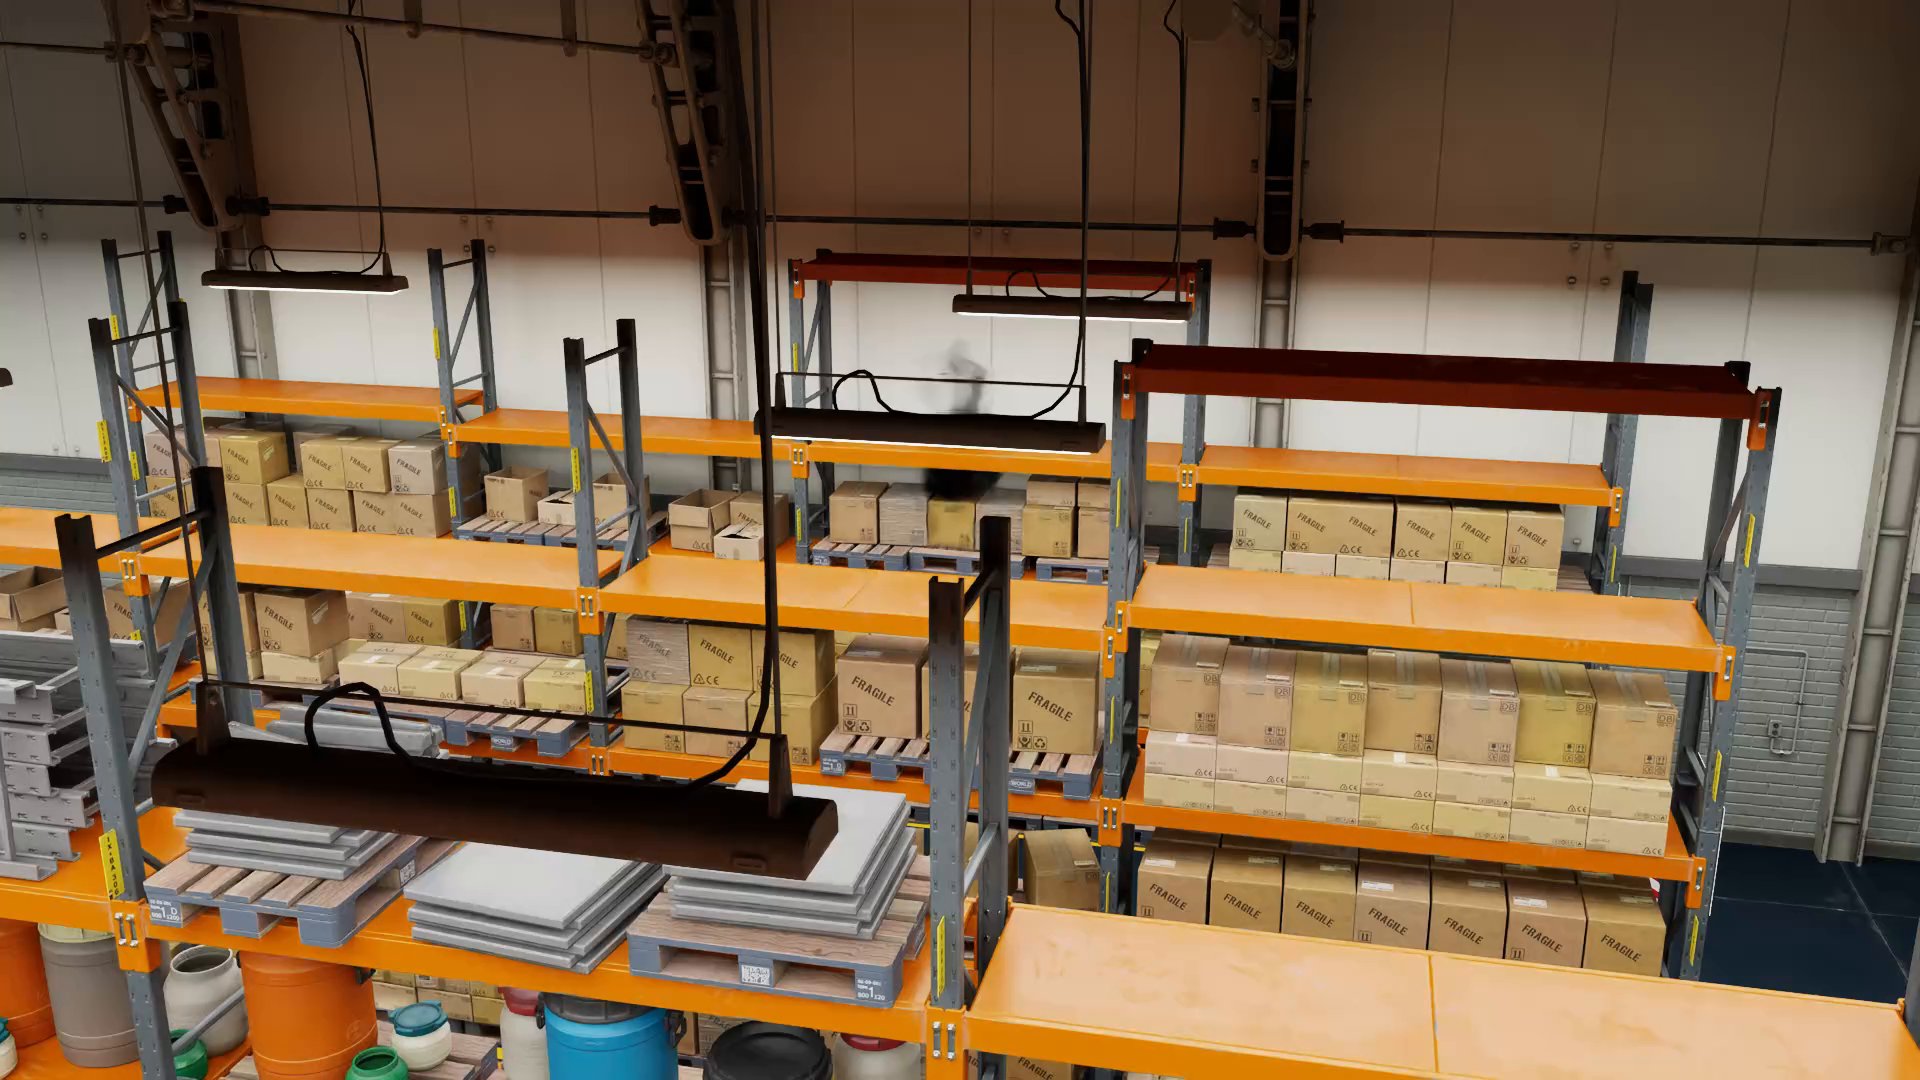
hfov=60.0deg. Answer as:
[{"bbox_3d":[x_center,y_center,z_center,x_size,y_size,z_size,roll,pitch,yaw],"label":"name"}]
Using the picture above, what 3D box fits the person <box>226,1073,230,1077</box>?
[{"bbox_3d":[-5.345,3.997,11.505,0.876,1.844,0.643,0,16,1],"label":"person"}]
